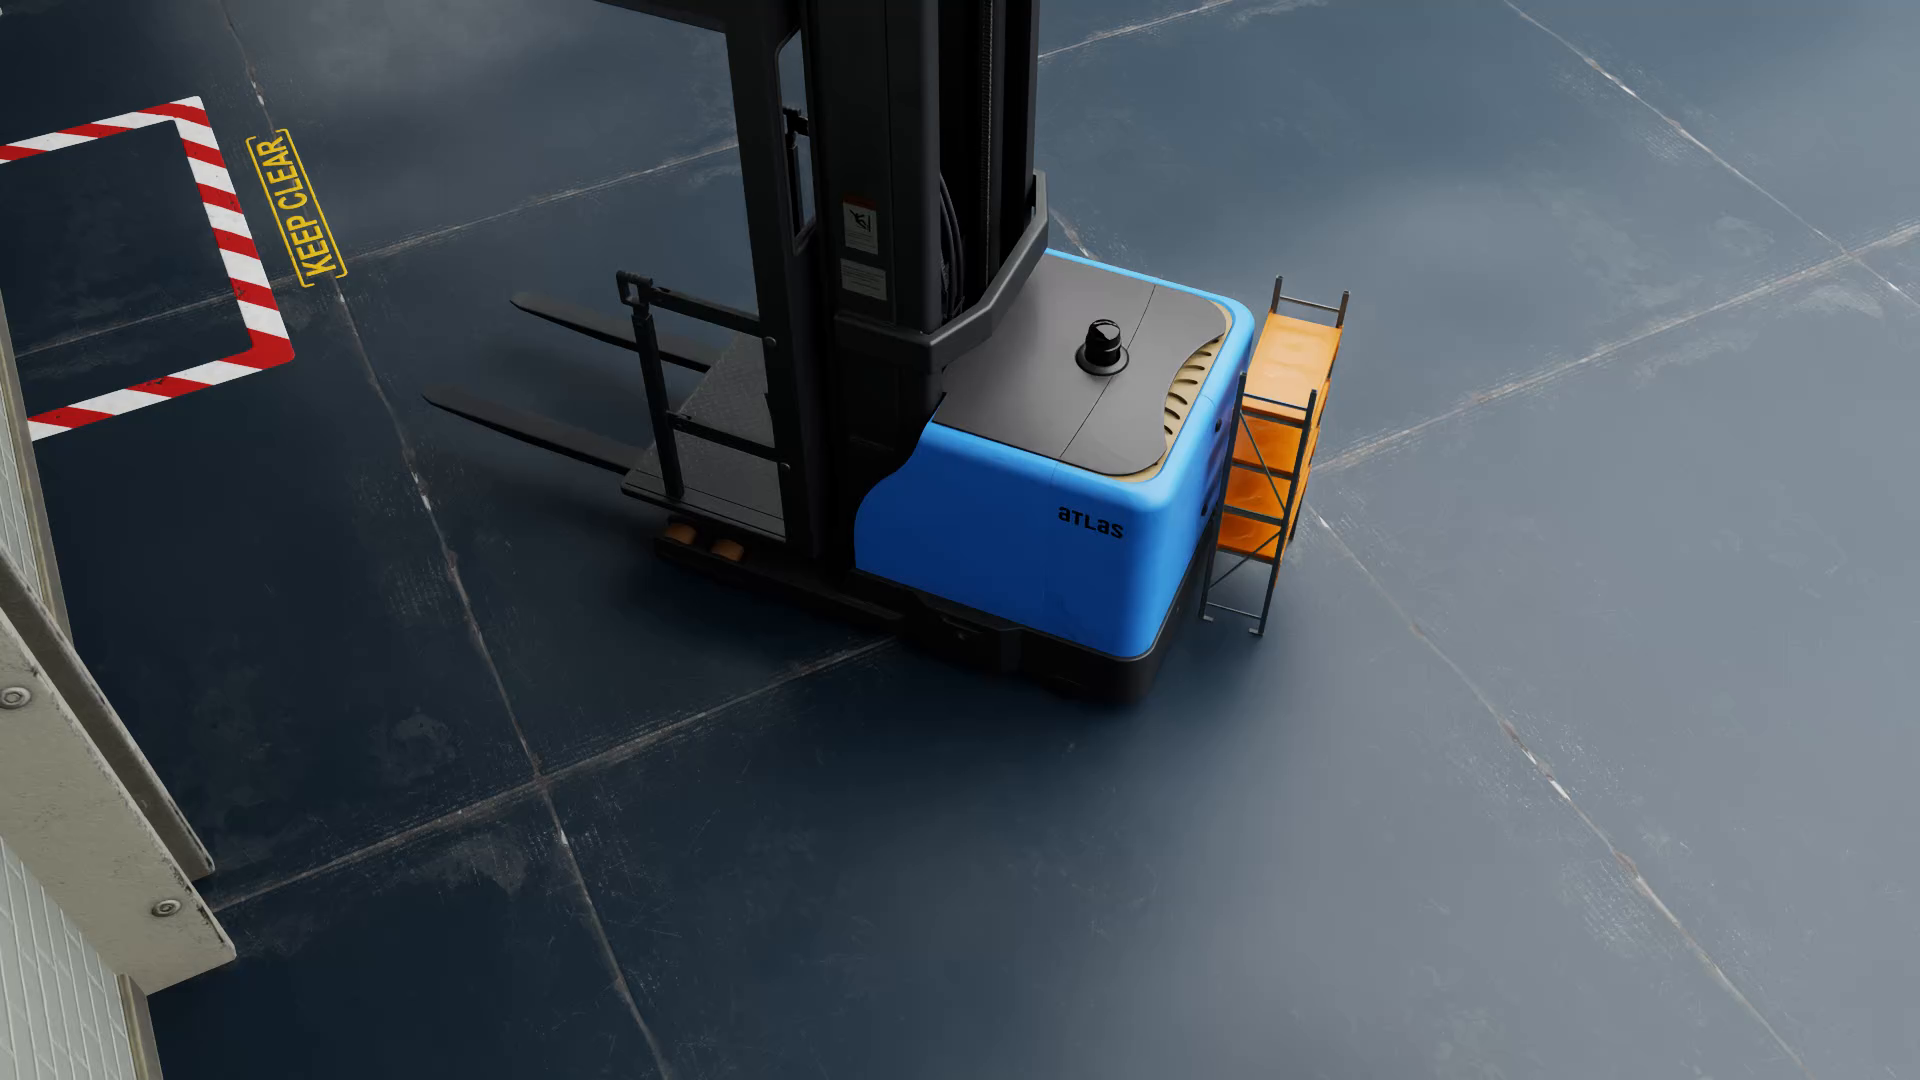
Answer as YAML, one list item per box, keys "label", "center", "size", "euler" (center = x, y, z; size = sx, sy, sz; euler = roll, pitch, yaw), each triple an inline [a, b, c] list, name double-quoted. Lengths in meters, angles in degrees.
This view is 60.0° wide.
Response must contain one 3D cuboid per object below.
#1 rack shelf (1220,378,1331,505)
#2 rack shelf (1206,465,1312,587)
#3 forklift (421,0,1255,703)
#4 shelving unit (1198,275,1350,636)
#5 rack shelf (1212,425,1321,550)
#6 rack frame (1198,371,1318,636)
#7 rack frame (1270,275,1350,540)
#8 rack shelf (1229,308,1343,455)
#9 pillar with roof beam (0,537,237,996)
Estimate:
- label: "rack shelf"
  center: [1.058, -0.362, 5.562]
  size: [0.258, 0.148, 0.480]
  euler: [15, 51, 13]
- label: "rack shelf"
  center: [1.058, -0.084, 5.880]
  size: [0.258, 0.148, 0.480]
  euler: [15, 51, 13]
- label: "forklift"
  center: [-0.571, -1.153, 5.311]
  size: [3.031, 2.935, 1.130]
  euler: [18, 51, 15]
- label: "shelving unit"
  center: [1.058, -0.259, 5.680]
  size: [0.258, 1.200, 0.503]
  euler: [15, 51, 13]
- label: "rack shelf"
  center: [1.058, -0.215, 5.730]
  size: [0.258, 0.148, 0.480]
  euler: [15, 51, 13]
- label: "rack frame"
  center: [0.974, -0.087, 5.529]
  size: [0.240, 1.200, 0.015]
  euler: [15, 51, 13]
- label: "rack frame"
  center: [1.143, -0.432, 5.830]
  size: [0.240, 1.200, 0.015]
  euler: [15, 51, 13]
- label: "rack shelf"
  center: [1.058, -0.518, 5.384]
  size: [0.258, 0.148, 0.480]
  euler: [15, 51, 13]
- label: "pillar with roof beam"
  center: [1.372, -3.237, 3.103]
  size: [9.100, 9.000, 0.400]
  euler: [-21, 52, -18]
